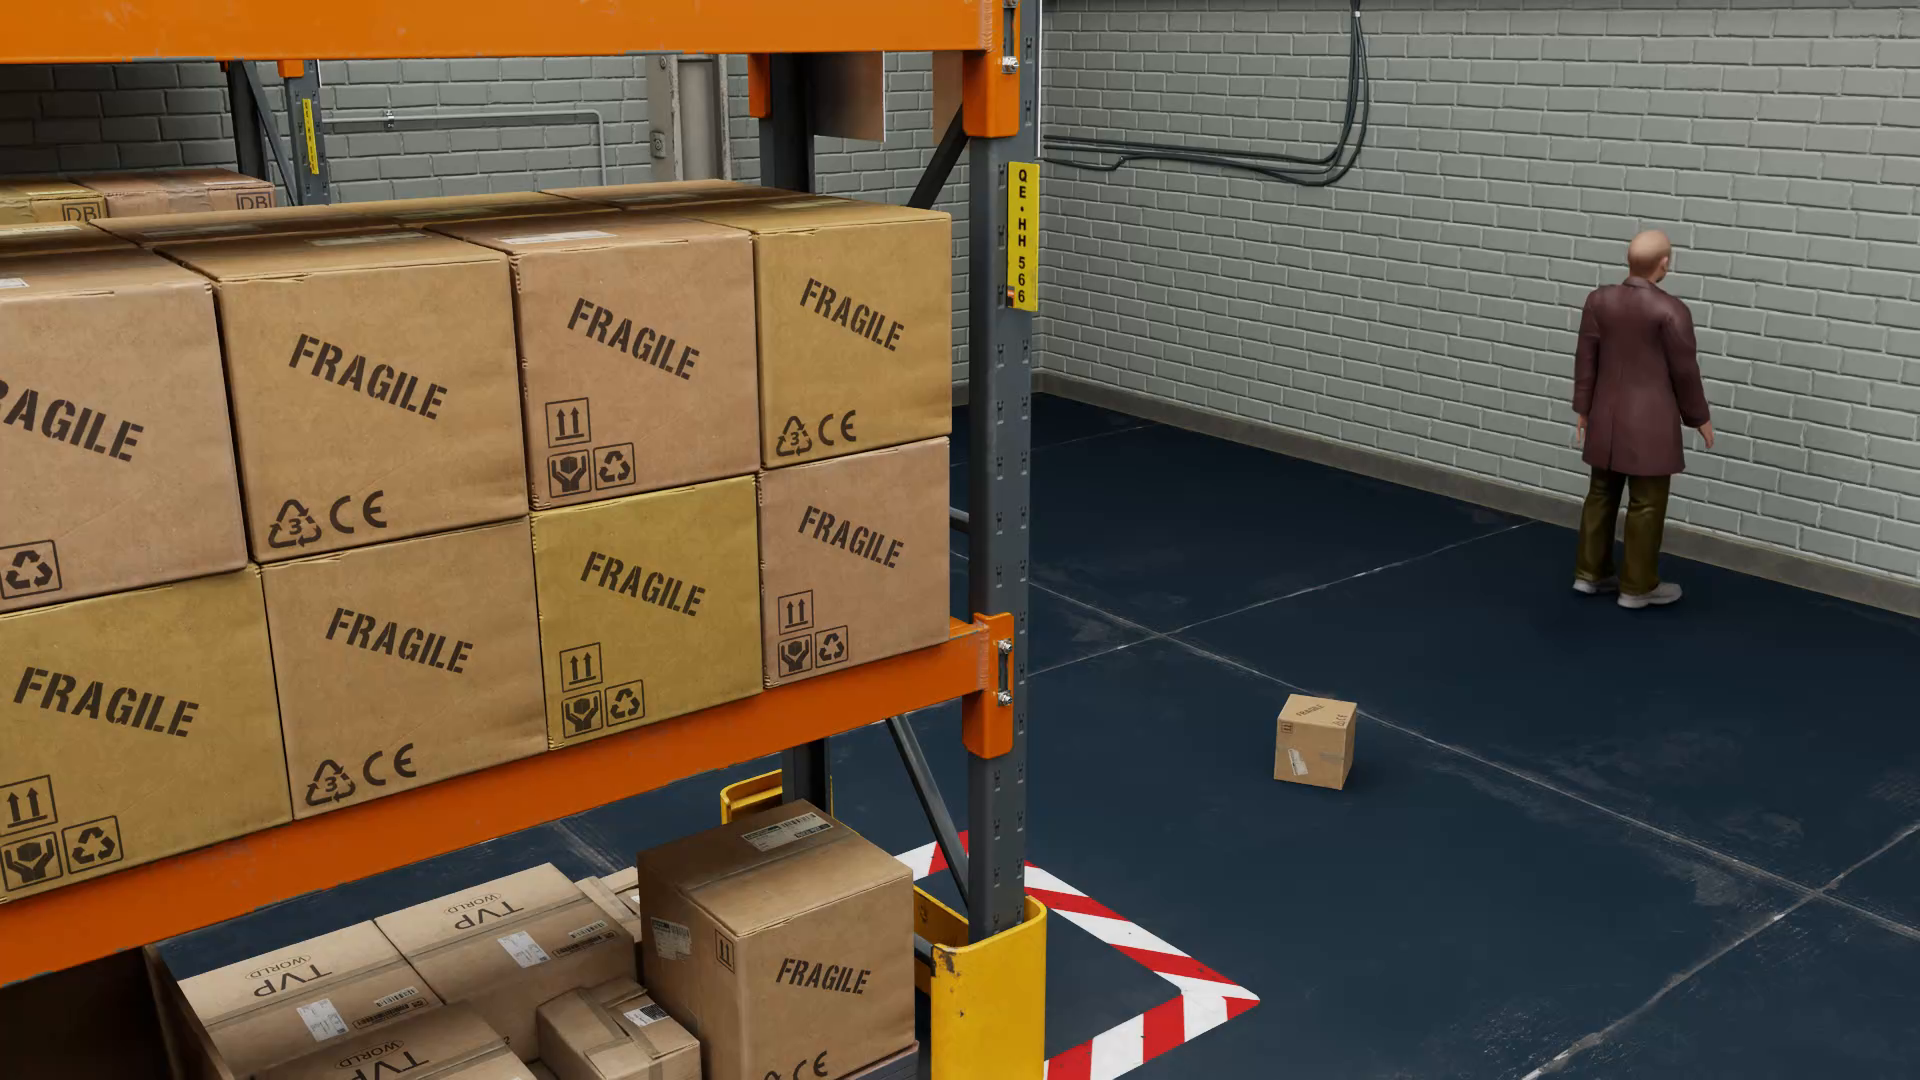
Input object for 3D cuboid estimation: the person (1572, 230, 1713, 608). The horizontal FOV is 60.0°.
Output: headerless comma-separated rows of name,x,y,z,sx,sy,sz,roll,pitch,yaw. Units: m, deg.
person,3.220,-0.551,7.822,0.486,1.812,0.590,-10,20,-29
